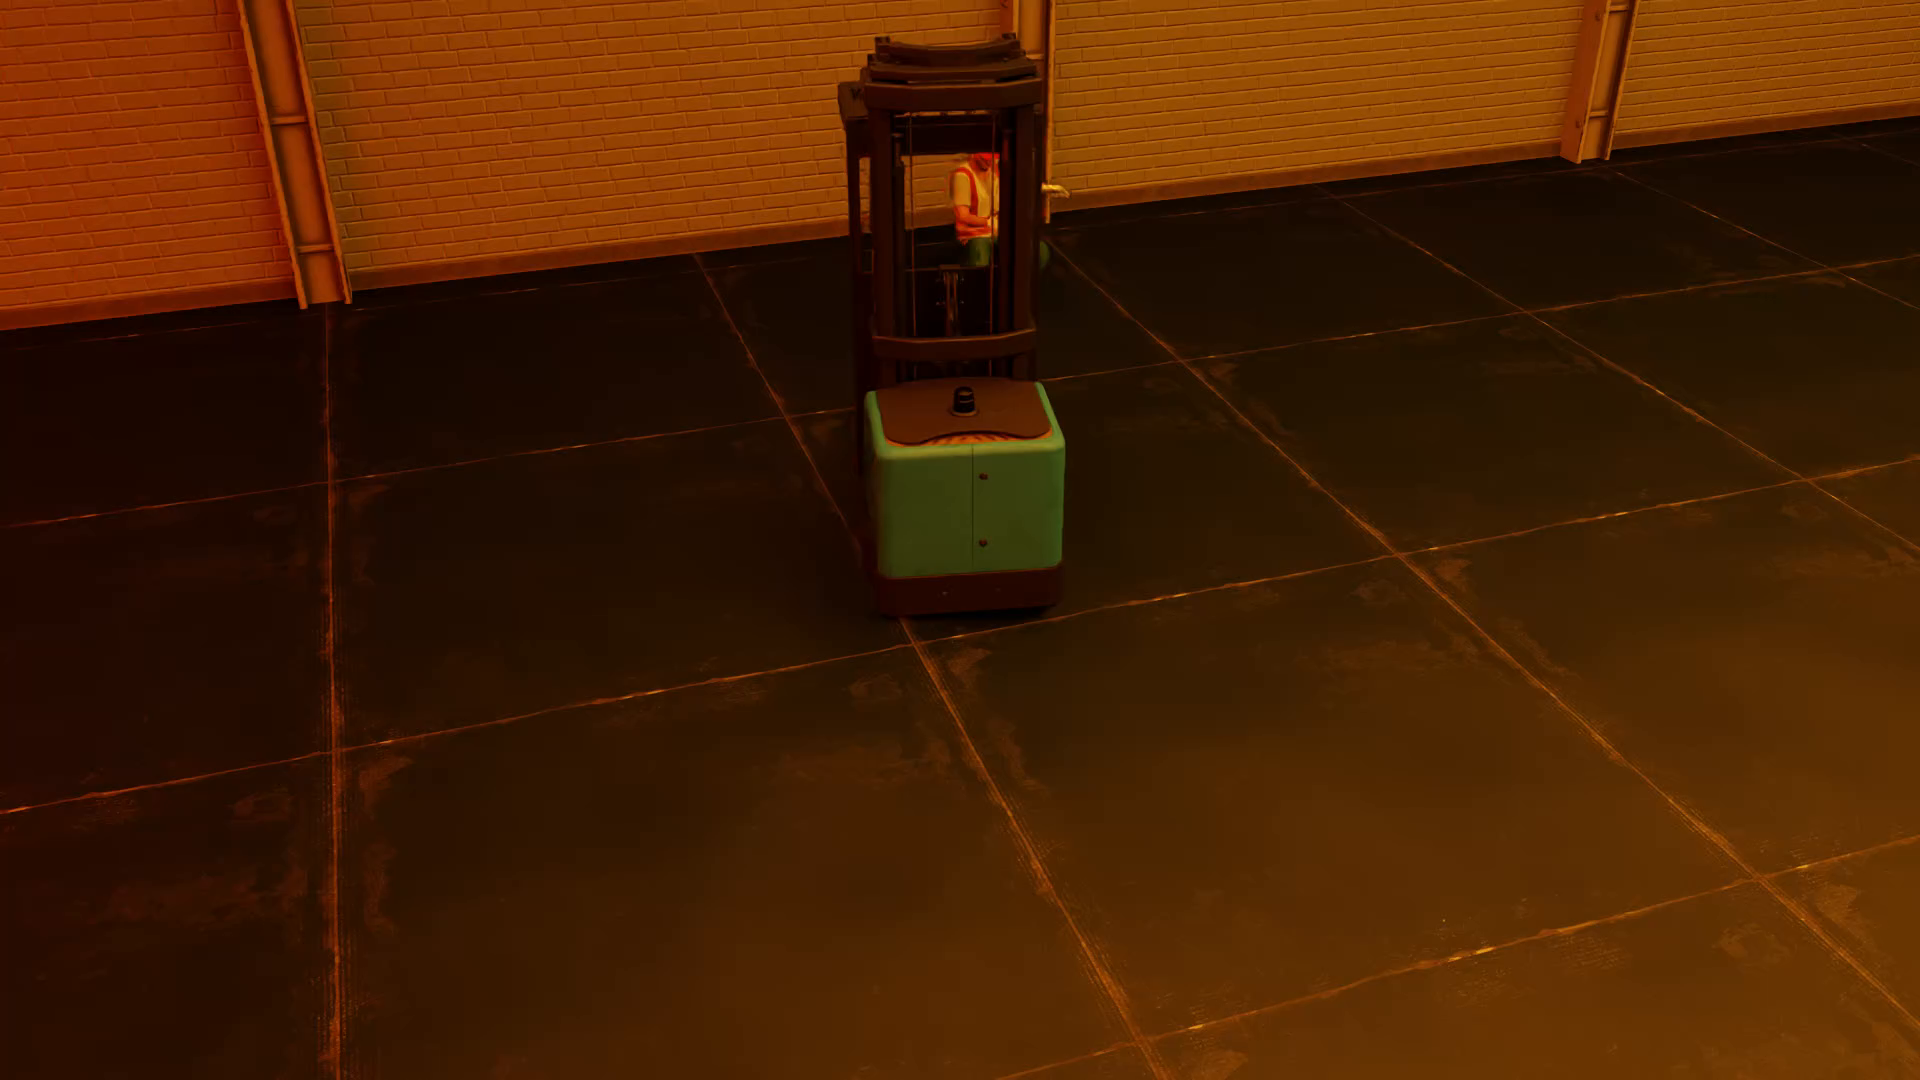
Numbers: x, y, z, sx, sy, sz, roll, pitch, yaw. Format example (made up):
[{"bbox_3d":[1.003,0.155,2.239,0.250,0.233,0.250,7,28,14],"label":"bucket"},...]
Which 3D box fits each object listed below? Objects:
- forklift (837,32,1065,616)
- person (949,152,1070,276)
[{"bbox_3d":[-0.118,-1.565,9.807,1.130,2.935,3.031,-4,30,-6],"label":"forklift"},{"bbox_3d":[0.309,-2.283,12.432,1.006,1.564,0.774,-25,38,-36],"label":"person"}]
